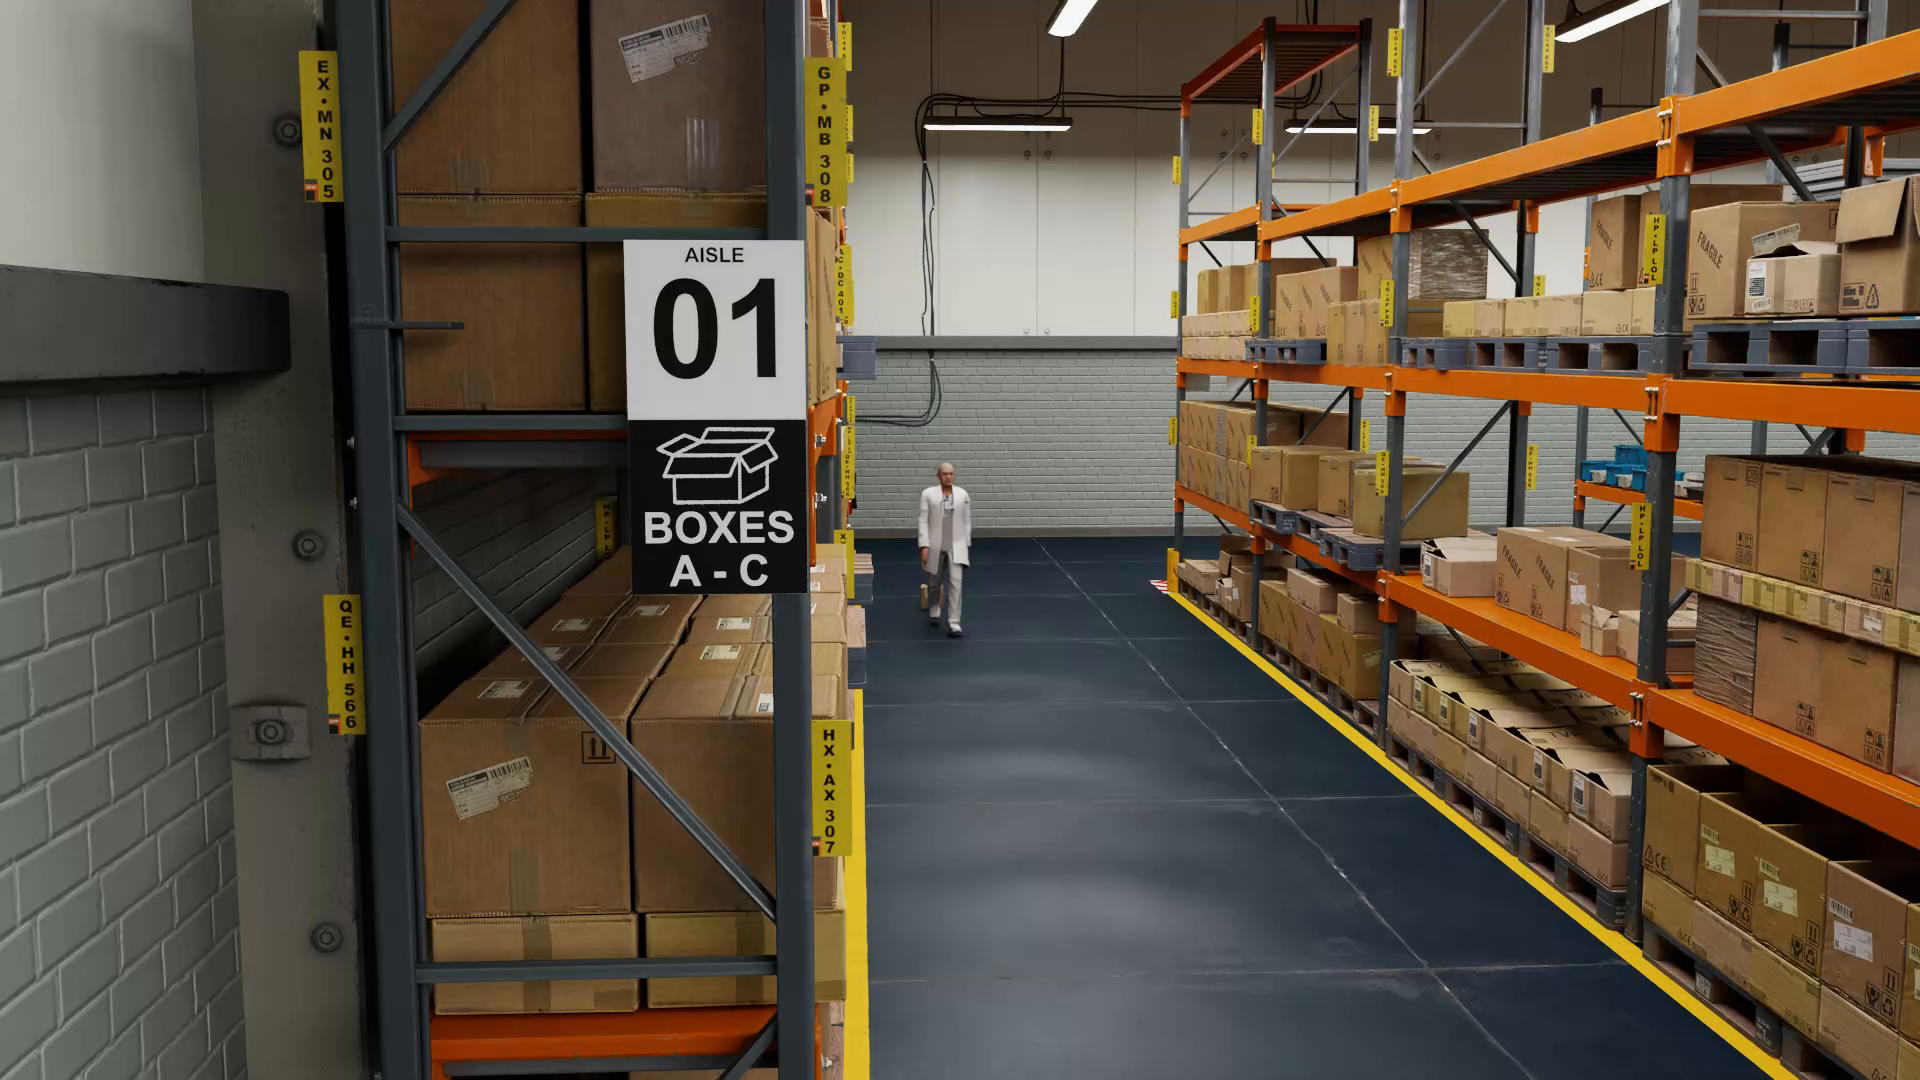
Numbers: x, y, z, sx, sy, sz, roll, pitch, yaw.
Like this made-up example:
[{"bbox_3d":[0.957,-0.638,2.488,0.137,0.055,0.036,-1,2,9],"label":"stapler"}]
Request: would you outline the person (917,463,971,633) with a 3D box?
[{"bbox_3d":[-0.160,0.062,17.289,0.570,1.739,1.100,-1,7,-5],"label":"person"}]
